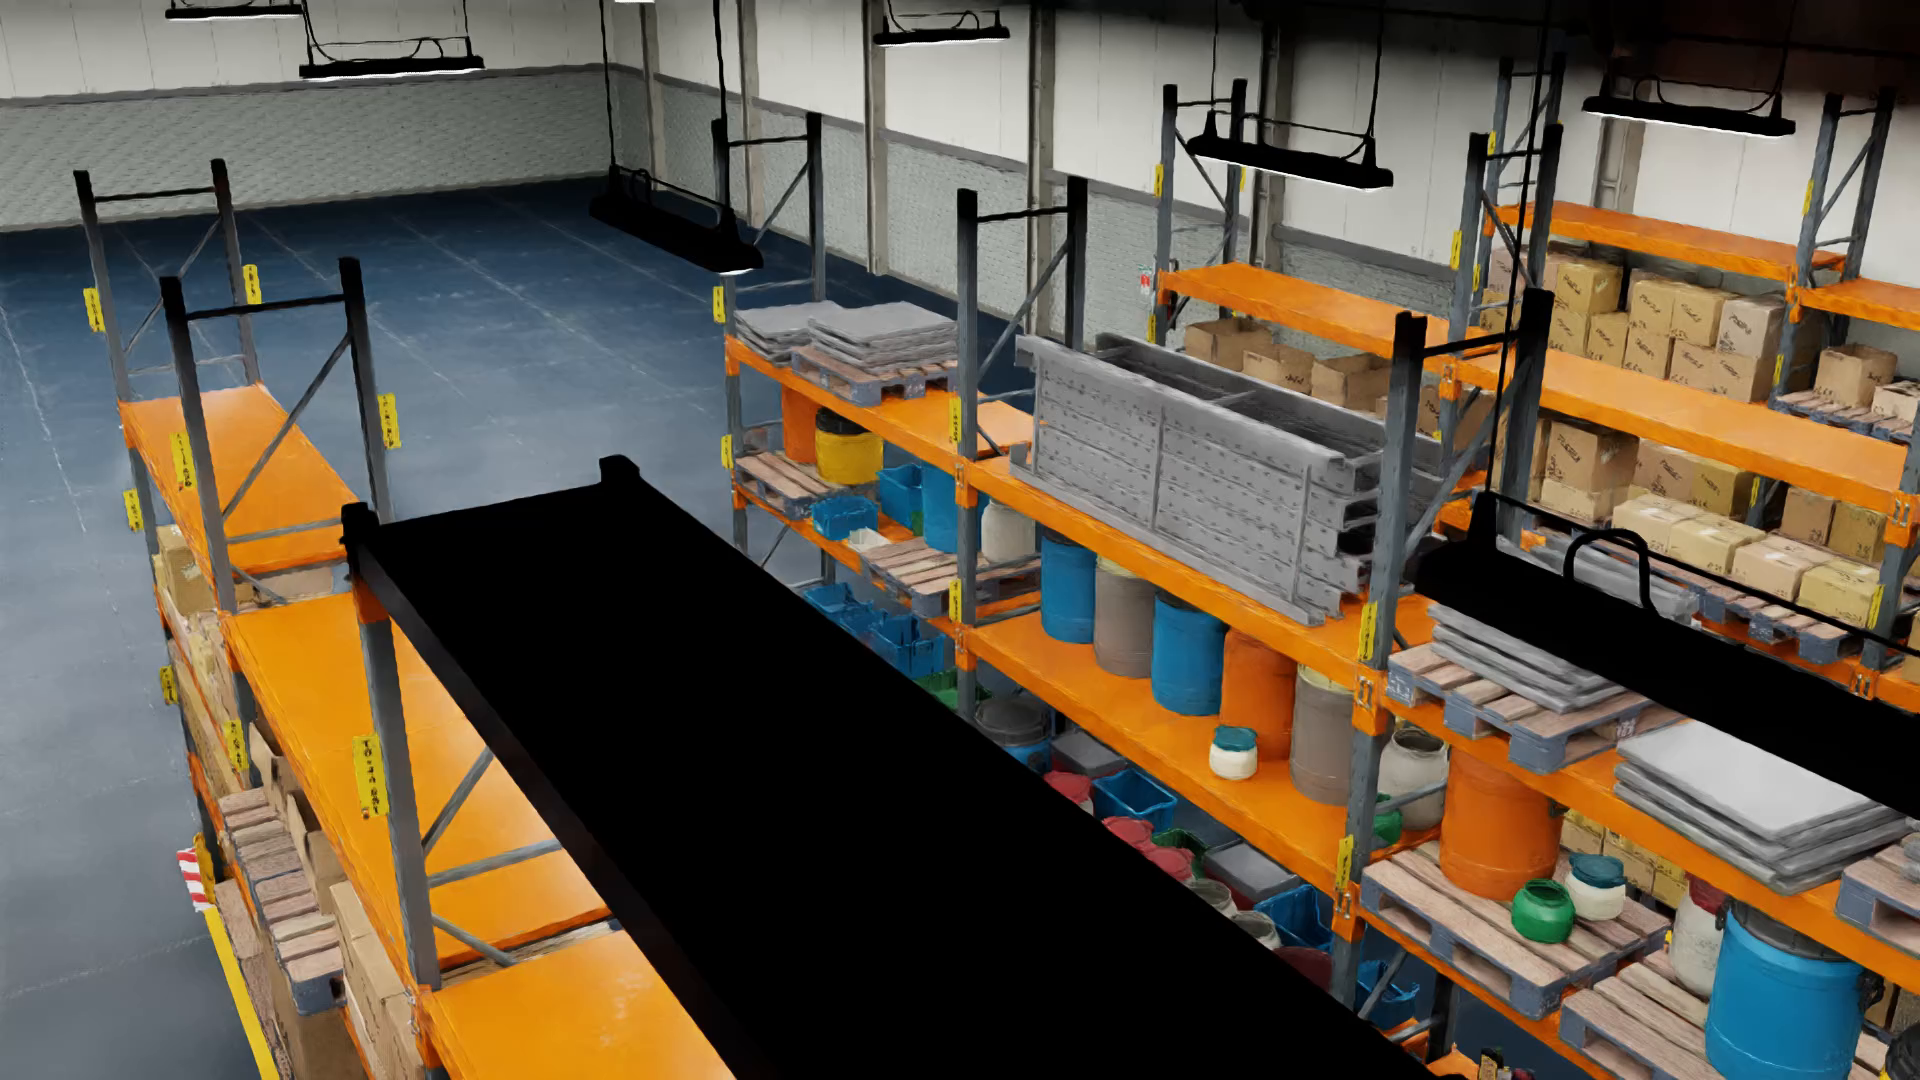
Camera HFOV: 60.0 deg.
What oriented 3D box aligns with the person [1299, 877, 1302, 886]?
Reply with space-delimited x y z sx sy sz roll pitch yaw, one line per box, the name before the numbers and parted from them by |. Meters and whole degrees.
person | 2.660 2.089 13.841 0.556 1.716 1.103 -9 24 -21
